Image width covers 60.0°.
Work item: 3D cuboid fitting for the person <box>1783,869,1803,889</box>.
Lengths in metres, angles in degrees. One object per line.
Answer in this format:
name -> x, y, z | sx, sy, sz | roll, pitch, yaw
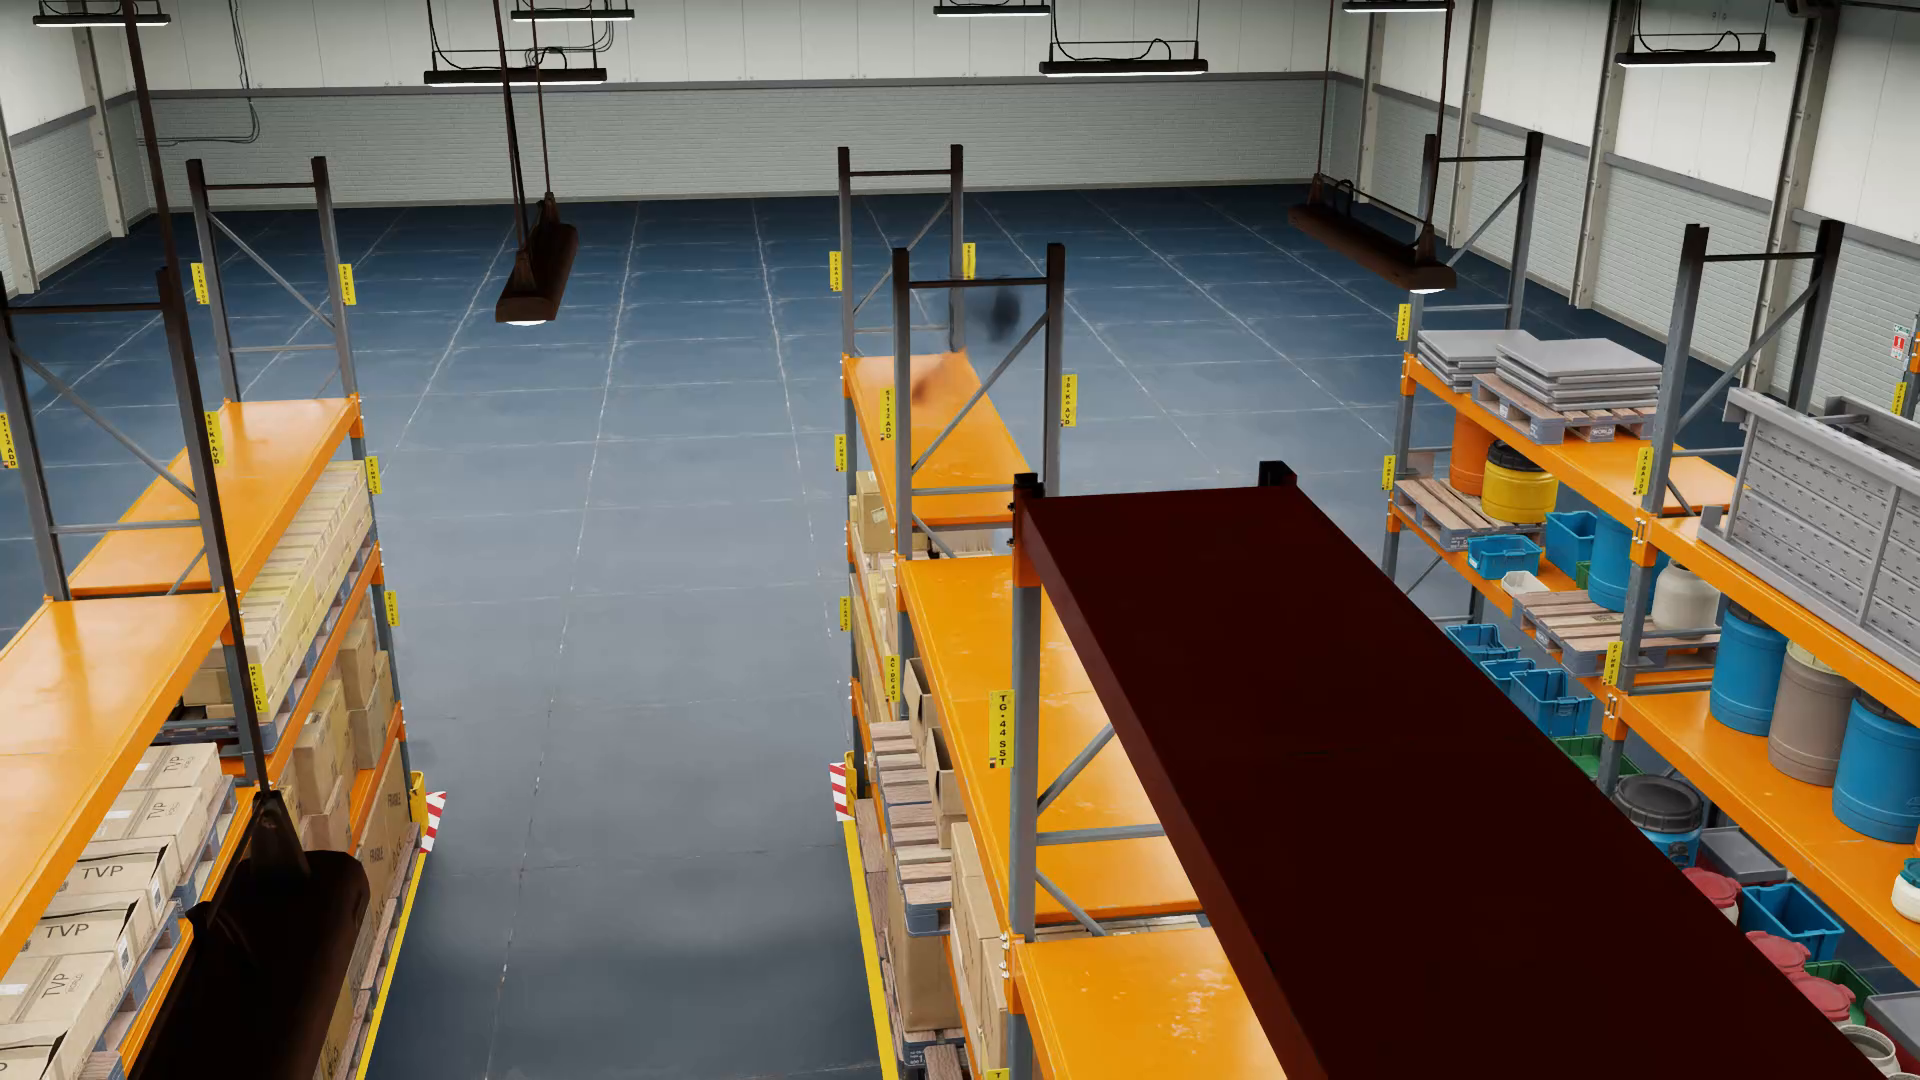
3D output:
person -> 6.401, 2.599, 12.918 | 0.562, 1.609, 0.912 | -3, 22, -8
